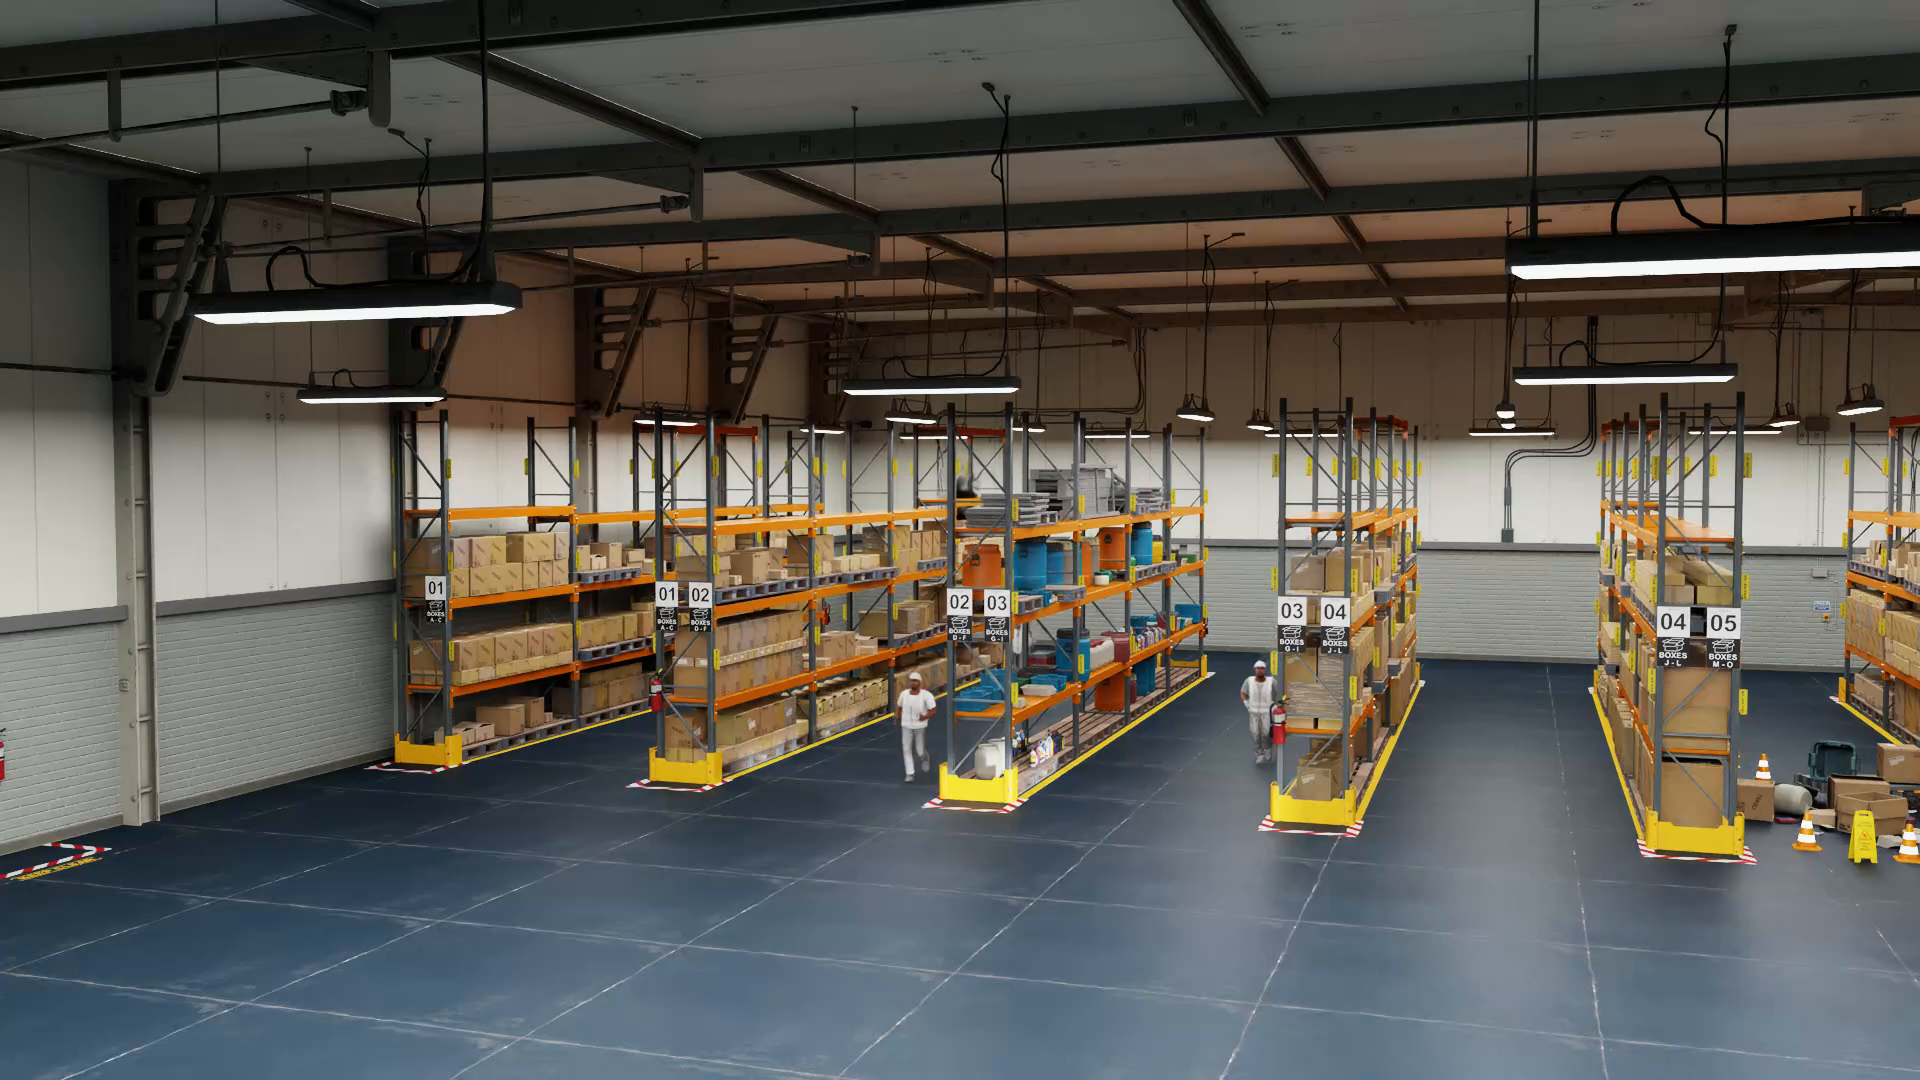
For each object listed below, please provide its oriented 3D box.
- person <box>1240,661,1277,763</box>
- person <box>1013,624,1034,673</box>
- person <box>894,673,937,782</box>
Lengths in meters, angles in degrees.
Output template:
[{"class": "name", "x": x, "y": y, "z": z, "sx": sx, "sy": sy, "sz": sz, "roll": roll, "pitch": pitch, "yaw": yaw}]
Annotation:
[{"class": "person", "x": 5.064, "y": 2.914, "z": 28.115, "sx": 0.681, "sy": 1.741, "sz": 0.571, "roll": 1, "pitch": 3, "yaw": 17}, {"class": "person", "x": 1.273, "y": 2.434, "z": 36.072, "sx": 0.652, "sy": 1.747, "sz": 0.780, "roll": 0, "pitch": 2, "yaw": 4}, {"class": "person", "x": -0.729, "y": 2.992, "z": 26.703, "sx": 0.711, "sy": 1.733, "sz": 0.795, "roll": 1, "pitch": 3, "yaw": 15}]
